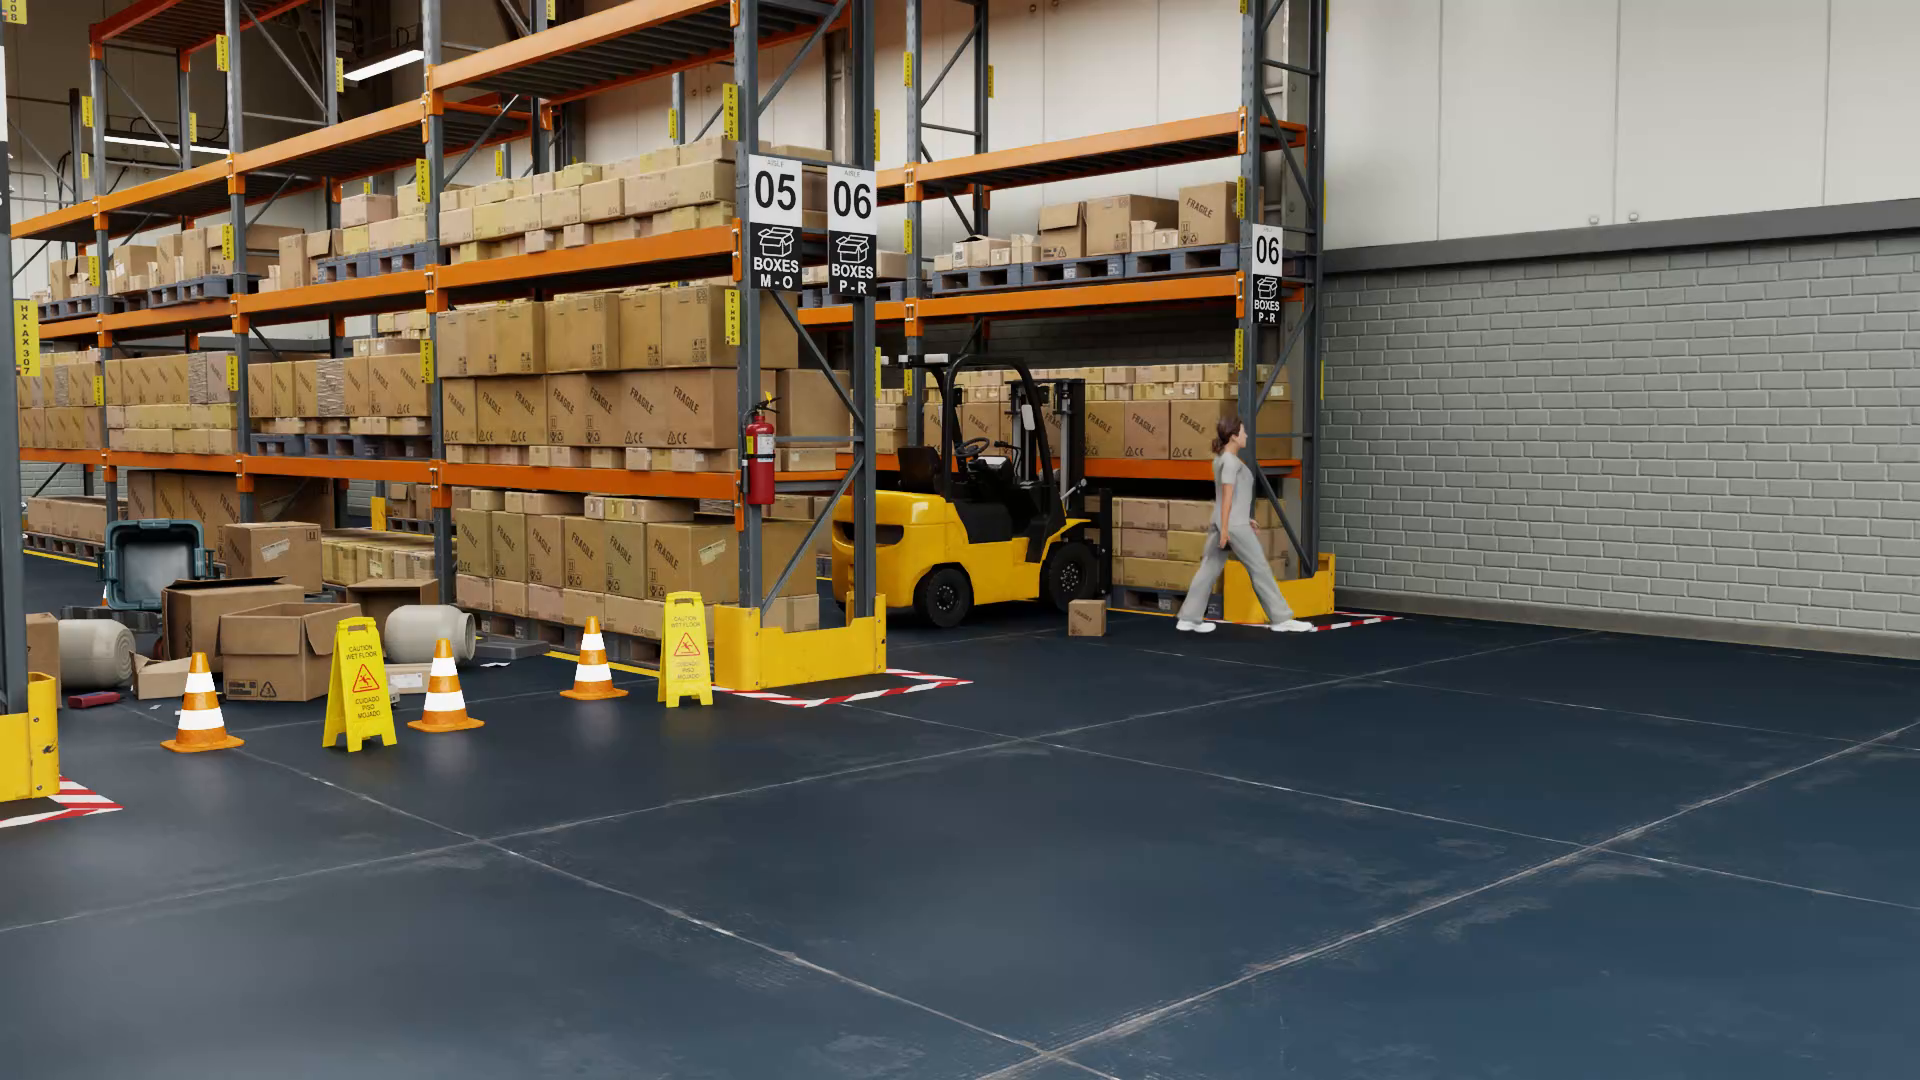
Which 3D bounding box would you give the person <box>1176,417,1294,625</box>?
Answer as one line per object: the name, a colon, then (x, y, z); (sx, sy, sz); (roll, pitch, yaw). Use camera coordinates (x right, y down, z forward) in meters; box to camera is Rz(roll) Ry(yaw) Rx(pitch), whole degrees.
person: (2.056, -0.141, 12.452); (0.846, 1.557, 0.453); (-1, 4, -10)
